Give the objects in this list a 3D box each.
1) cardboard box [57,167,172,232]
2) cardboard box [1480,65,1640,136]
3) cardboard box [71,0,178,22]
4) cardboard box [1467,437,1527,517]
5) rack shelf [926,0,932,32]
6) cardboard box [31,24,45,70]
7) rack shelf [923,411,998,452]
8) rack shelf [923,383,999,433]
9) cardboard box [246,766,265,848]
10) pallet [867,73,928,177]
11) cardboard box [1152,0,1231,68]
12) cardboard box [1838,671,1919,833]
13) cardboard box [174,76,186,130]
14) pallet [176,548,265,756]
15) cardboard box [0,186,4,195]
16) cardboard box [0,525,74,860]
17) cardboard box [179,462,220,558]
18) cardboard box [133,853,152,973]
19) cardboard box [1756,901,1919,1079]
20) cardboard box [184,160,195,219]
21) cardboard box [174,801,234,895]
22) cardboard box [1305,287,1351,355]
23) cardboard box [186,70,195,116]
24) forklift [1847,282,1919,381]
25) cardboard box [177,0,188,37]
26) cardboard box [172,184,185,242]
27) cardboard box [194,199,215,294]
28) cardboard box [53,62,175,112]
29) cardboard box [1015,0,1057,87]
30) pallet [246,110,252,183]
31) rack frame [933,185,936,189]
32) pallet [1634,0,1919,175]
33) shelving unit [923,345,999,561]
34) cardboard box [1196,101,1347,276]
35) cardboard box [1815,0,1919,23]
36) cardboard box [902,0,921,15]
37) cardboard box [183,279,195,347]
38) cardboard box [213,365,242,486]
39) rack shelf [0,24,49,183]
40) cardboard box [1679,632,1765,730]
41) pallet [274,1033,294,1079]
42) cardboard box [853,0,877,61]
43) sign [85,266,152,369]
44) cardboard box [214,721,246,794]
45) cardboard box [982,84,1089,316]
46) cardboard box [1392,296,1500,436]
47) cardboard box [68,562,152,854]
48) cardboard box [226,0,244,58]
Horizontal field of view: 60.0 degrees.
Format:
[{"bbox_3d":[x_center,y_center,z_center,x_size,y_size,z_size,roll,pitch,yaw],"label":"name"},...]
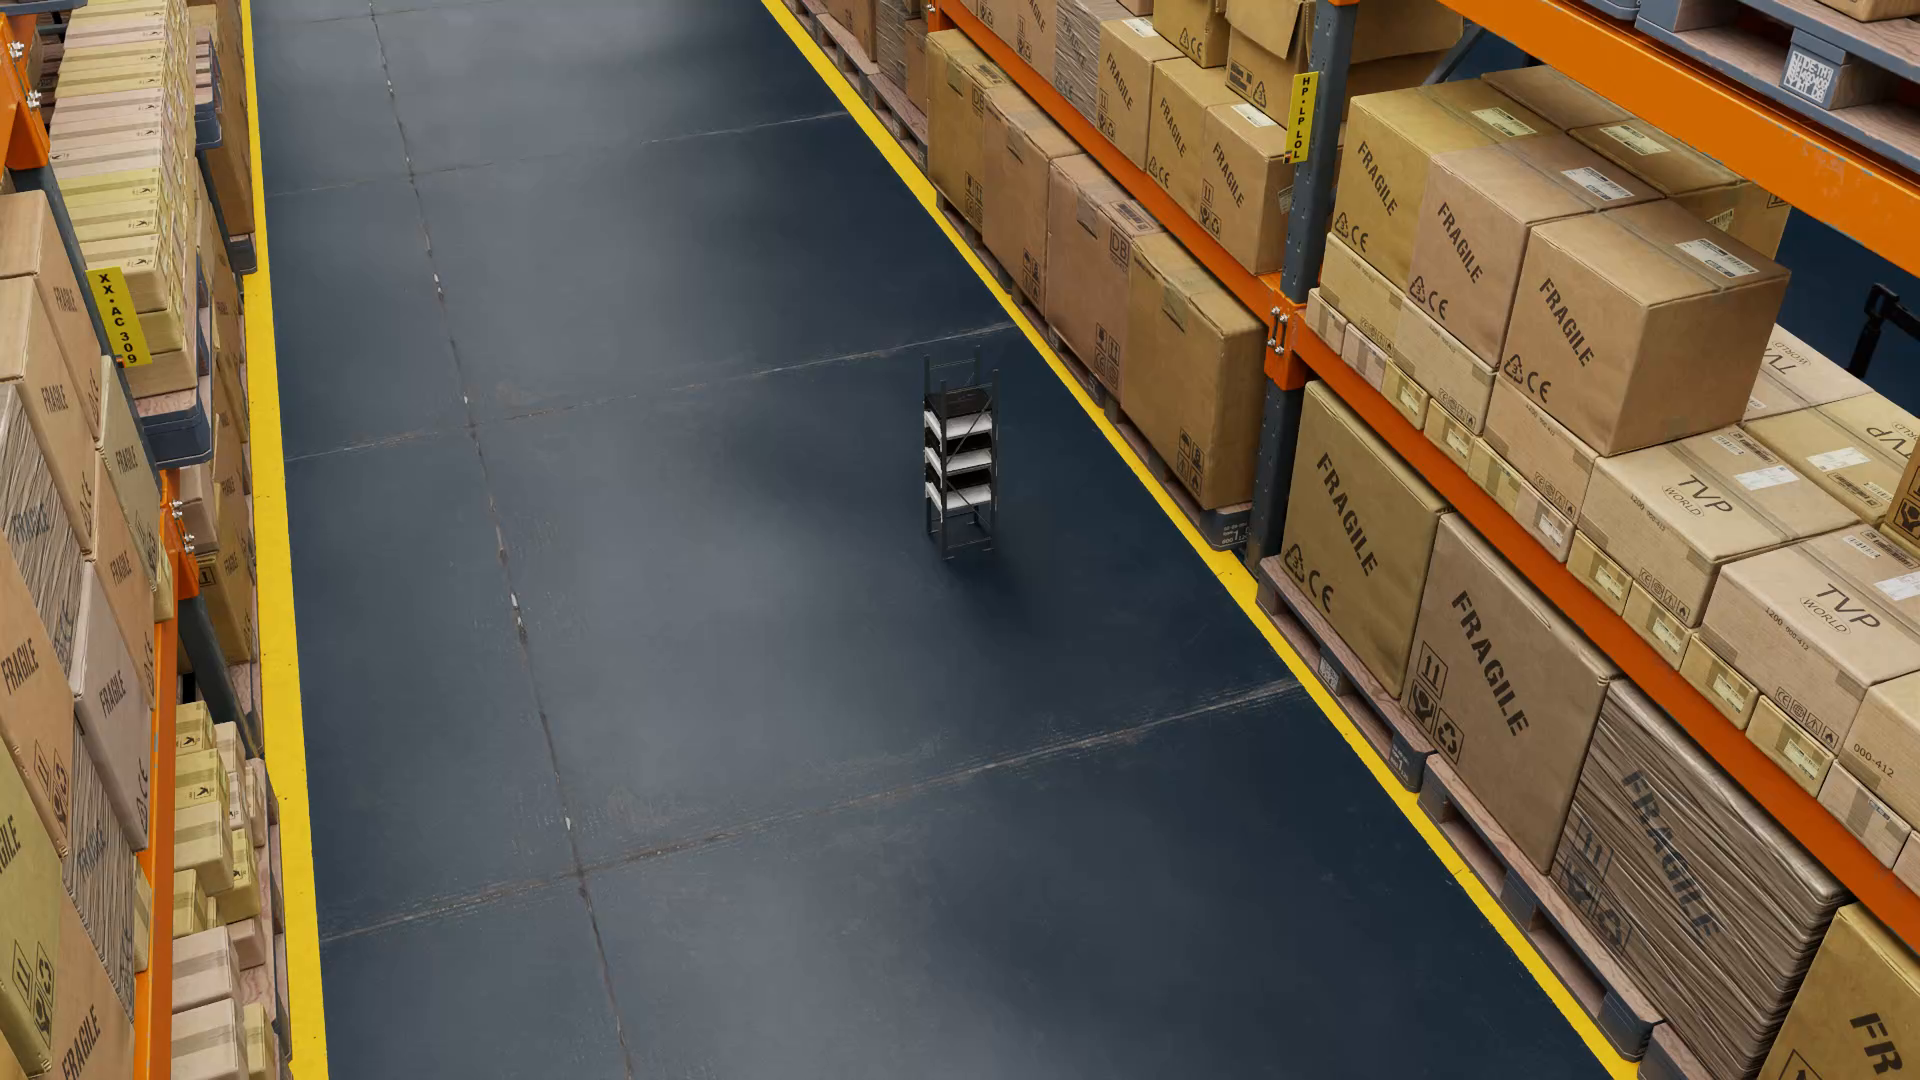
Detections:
[{"bbox_3d":[-2.882,-1.117,5.605,0.380,0.149,0.250,-12,39,-16],"label":"cardboard box"},{"bbox_3d":[2.111,-1.316,5.758,0.500,0.500,0.500,-11,38,-15],"label":"cardboard box"},{"bbox_3d":[-3.593,-2.285,7.155,0.380,0.149,0.250,-11,38,-15],"label":"cardboard box"},{"bbox_3d":[1.853,-0.236,5.279,0.380,0.149,0.250,-13,39,-17],"label":"cardboard box"},{"bbox_3d":[-0.363,-4.264,11.016,1.077,0.370,4.000,-12,39,-16],"label":"rack shelf"},{"bbox_3d":[-4.402,-2.225,7.570,0.380,0.149,0.250,-13,39,-17],"label":"cardboard box"},{"bbox_3d":[0.003,-0.472,6.885,0.258,0.077,0.200,-12,39,-16],"label":"rack shelf"},{"bbox_3d":[0.003,-0.544,6.831,0.258,0.077,0.200,-12,39,-16],"label":"rack shelf"},{"bbox_3d":[-2.536,0.930,5.543,0.380,0.149,0.250,-12,39,-15],"label":"cardboard box"},{"bbox_3d":[0.057,-2.750,10.725,1.003,0.211,1.213,-12,39,-16],"label":"pallet"},{"bbox_3d":[1.249,-2.352,6.962,0.797,0.503,0.637,-12,39,-15],"label":"cardboard box"},{"bbox_3d":[2.488,0.533,3.926,0.500,0.250,0.500,-13,39,-17],"label":"cardboard box"},{"bbox_3d":[-3.323,-1.725,6.659,0.380,0.149,0.250,-11,38,-15],"label":"cardboard box"},{"bbox_3d":[-3.260,0.482,6.434,1.003,0.211,1.213,-12,39,-16],"label":"pallet"},{"bbox_3d":[-3.764,-1.178,6.181,0.380,0.149,0.250,-11,38,-14],"label":"cardboard box"},{"bbox_3d":[-2.036,0.331,3.155,0.500,0.500,0.500,-14,39,-17],"label":"cardboard box"},{"bbox_3d":[-2.997,-0.133,6.039,0.500,0.250,0.500,-14,39,-18],"label":"cardboard box"},{"bbox_3d":[-2.067,0.889,3.785,0.380,0.149,0.250,-12,39,-15],"label":"cardboard box"},{"bbox_3d":[2.782,1.434,4.271,0.875,0.875,0.875,-12,39,-16],"label":"cardboard box"},{"bbox_3d":[-3.149,-1.314,6.361,0.380,0.149,0.250,-13,39,-17],"label":"cardboard box"},{"bbox_3d":[-2.406,0.964,5.004,0.380,0.149,0.250,-13,39,-16],"label":"cardboard box"},{"bbox_3d":[1.491,-0.826,6.062,0.380,0.149,0.250,-12,39,-16],"label":"cardboard box"},{"bbox_3d":[-3.511,-1.908,7.150,0.380,0.149,0.250,-13,39,-17],"label":"cardboard box"},{"bbox_3d":[4.023,-0.939,6.060,1.130,2.935,3.031,-8,38,-11],"label":"forklift"},{"bbox_3d":[-3.676,-2.303,7.427,0.380,0.149,0.250,-11,38,-14],"label":"cardboard box"},{"bbox_3d":[-2.964,-1.135,5.876,0.380,0.149,0.250,-14,39,-18],"label":"cardboard box"},{"bbox_3d":[-3.701,-1.306,7.595,0.500,0.250,0.500,-12,39,-15],"label":"cardboard box"},{"bbox_3d":[-3.236,-1.697,6.375,0.380,0.149,0.250,-11,38,-15],"label":"cardboard box"},{"bbox_3d":[0.596,-2.551,8.061,0.500,0.500,0.500,-13,39,-17],"label":"cardboard box"},{"bbox_3d":[-4.984,-2.487,10.376,1.003,0.211,1.213,-12,39,-16],"label":"pallet"},{"bbox_3d":[0.325,-3.422,9.299,1.000,3.000,0.127,-12,39,-16],"label":"rack frame"},{"bbox_3d":[2.389,-1.172,3.894,1.003,0.211,1.213,-12,39,-16],"label":"pallet"},{"bbox_3d":[0.003,-0.355,6.973,0.258,0.900,0.210,-12,39,-16],"label":"shelving unit"},{"bbox_3d":[1.284,-1.410,6.545,0.500,0.500,0.500,-12,39,-16],"label":"cardboard box"},{"bbox_3d":[2.255,-1.549,3.805,0.700,0.500,0.500,-11,38,-14],"label":"cardboard box"},{"bbox_3d":[-0.126,-3.568,10.583,0.500,0.250,0.500,-8,38,-11],"label":"cardboard box"},{"bbox_3d":[-2.795,-0.733,5.589,0.380,0.149,0.250,-12,39,-15],"label":"cardboard box"},{"bbox_3d":[-3.372,-0.425,7.050,0.500,0.500,0.500,-12,39,-15],"label":"cardboard box"},{"bbox_3d":[-2.302,0.027,2.826,1.077,0.370,4.000,-12,39,-16],"label":"rack shelf"},{"bbox_3d":[2.204,0.342,4.512,0.380,0.149,0.250,-12,39,-16],"label":"cardboard box"},{"bbox_3d":[-2.303,1.984,4.441,1.003,0.211,1.213,-12,39,-16],"label":"pallet"},{"bbox_3d":[-0.329,-3.603,11.252,0.700,0.500,0.500,-9,38,-12],"label":"cardboard box"},{"bbox_3d":[-2.484,-0.655,4.906,0.100,0.325,0.005,-12,39,-16],"label":"sign"},{"bbox_3d":[-2.584,0.772,5.505,0.380,0.149,0.250,-12,39,-15],"label":"cardboard box"},{"bbox_3d":[0.842,-1.841,8.618,1.225,0.875,0.875,-12,39,-16],"label":"cardboard box"},{"bbox_3d":[1.784,-0.619,5.456,0.500,0.250,0.500,-13,39,-16],"label":"cardboard box"},{"bbox_3d":[-2.211,0.439,3.844,0.500,0.500,0.500,-13,39,-16],"label":"cardboard box"},{"bbox_3d":[-5.445,-3.649,11.121,1.050,0.750,0.750,-13,39,-16],"label":"cardboard box"}]
